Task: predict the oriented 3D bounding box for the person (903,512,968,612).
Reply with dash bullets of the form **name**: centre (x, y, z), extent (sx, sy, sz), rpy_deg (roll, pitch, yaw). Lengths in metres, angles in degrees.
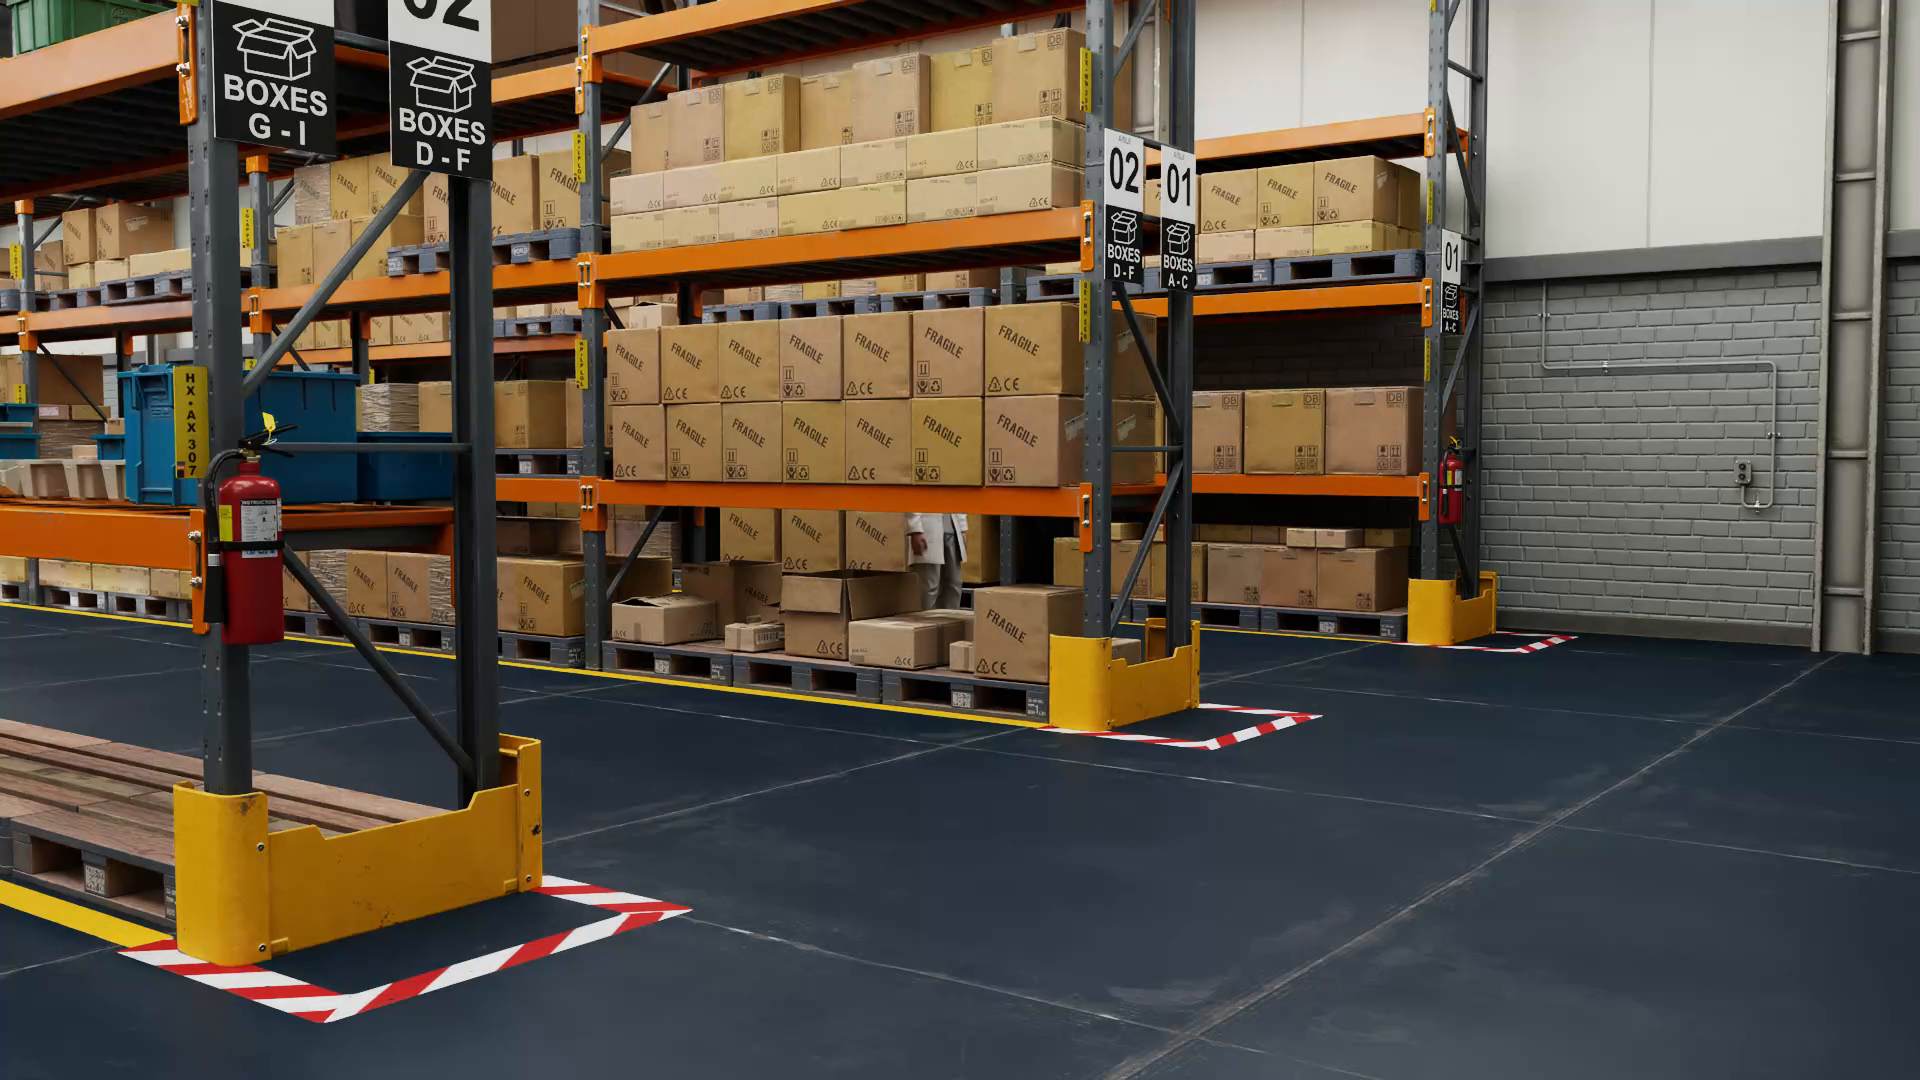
- **person**: centre (-0.166, -0.036, 12.075), extent (0.425, 1.773, 0.640), rpy_deg (2, 4, 39)
